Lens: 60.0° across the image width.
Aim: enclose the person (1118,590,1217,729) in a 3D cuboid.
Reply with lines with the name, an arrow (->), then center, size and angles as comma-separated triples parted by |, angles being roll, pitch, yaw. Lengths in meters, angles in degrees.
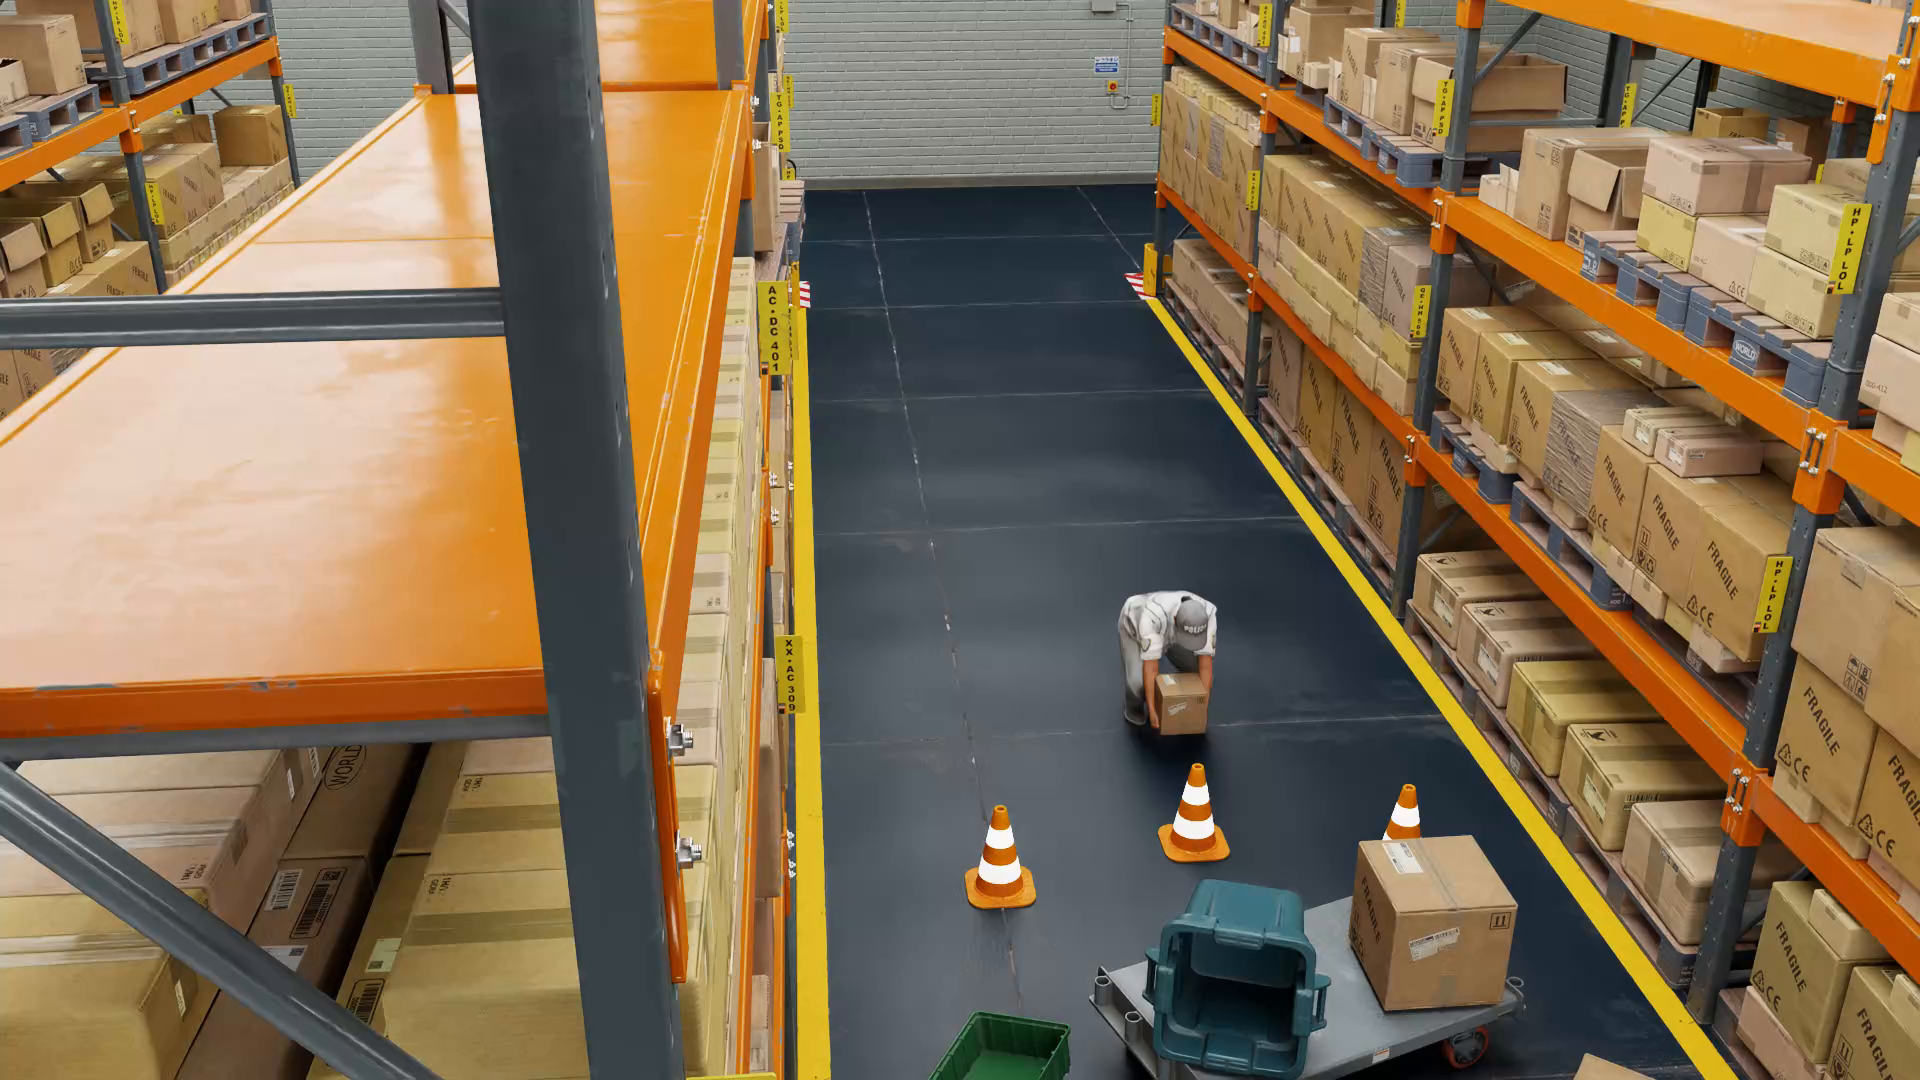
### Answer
person -> 1.192, 0.646, 9.541 | 0.507, 0.949, 0.876 | -3, 24, -6
